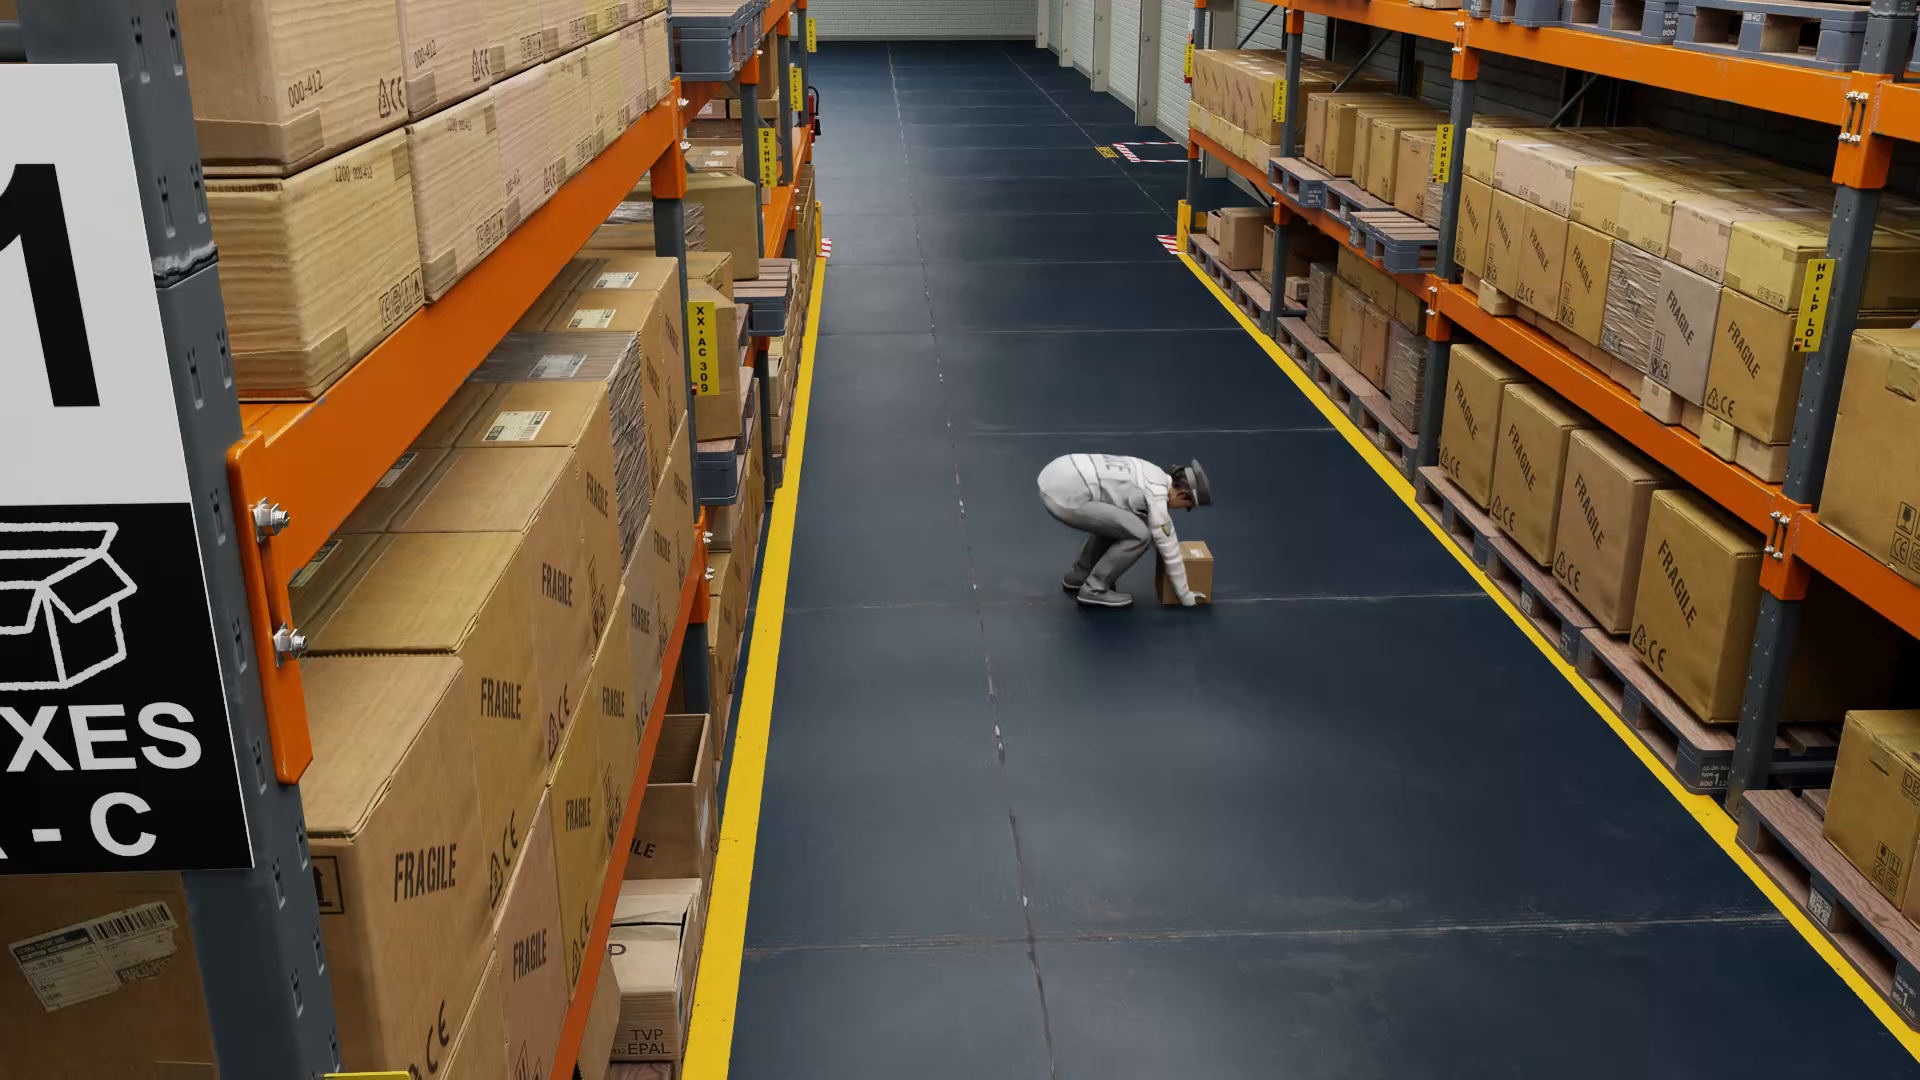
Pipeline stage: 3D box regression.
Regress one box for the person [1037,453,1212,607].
[{"bbox_3d":[0.848,-0.059,8.549,0.908,0.791,0.457,-2,21,-5],"label":"person"}]
